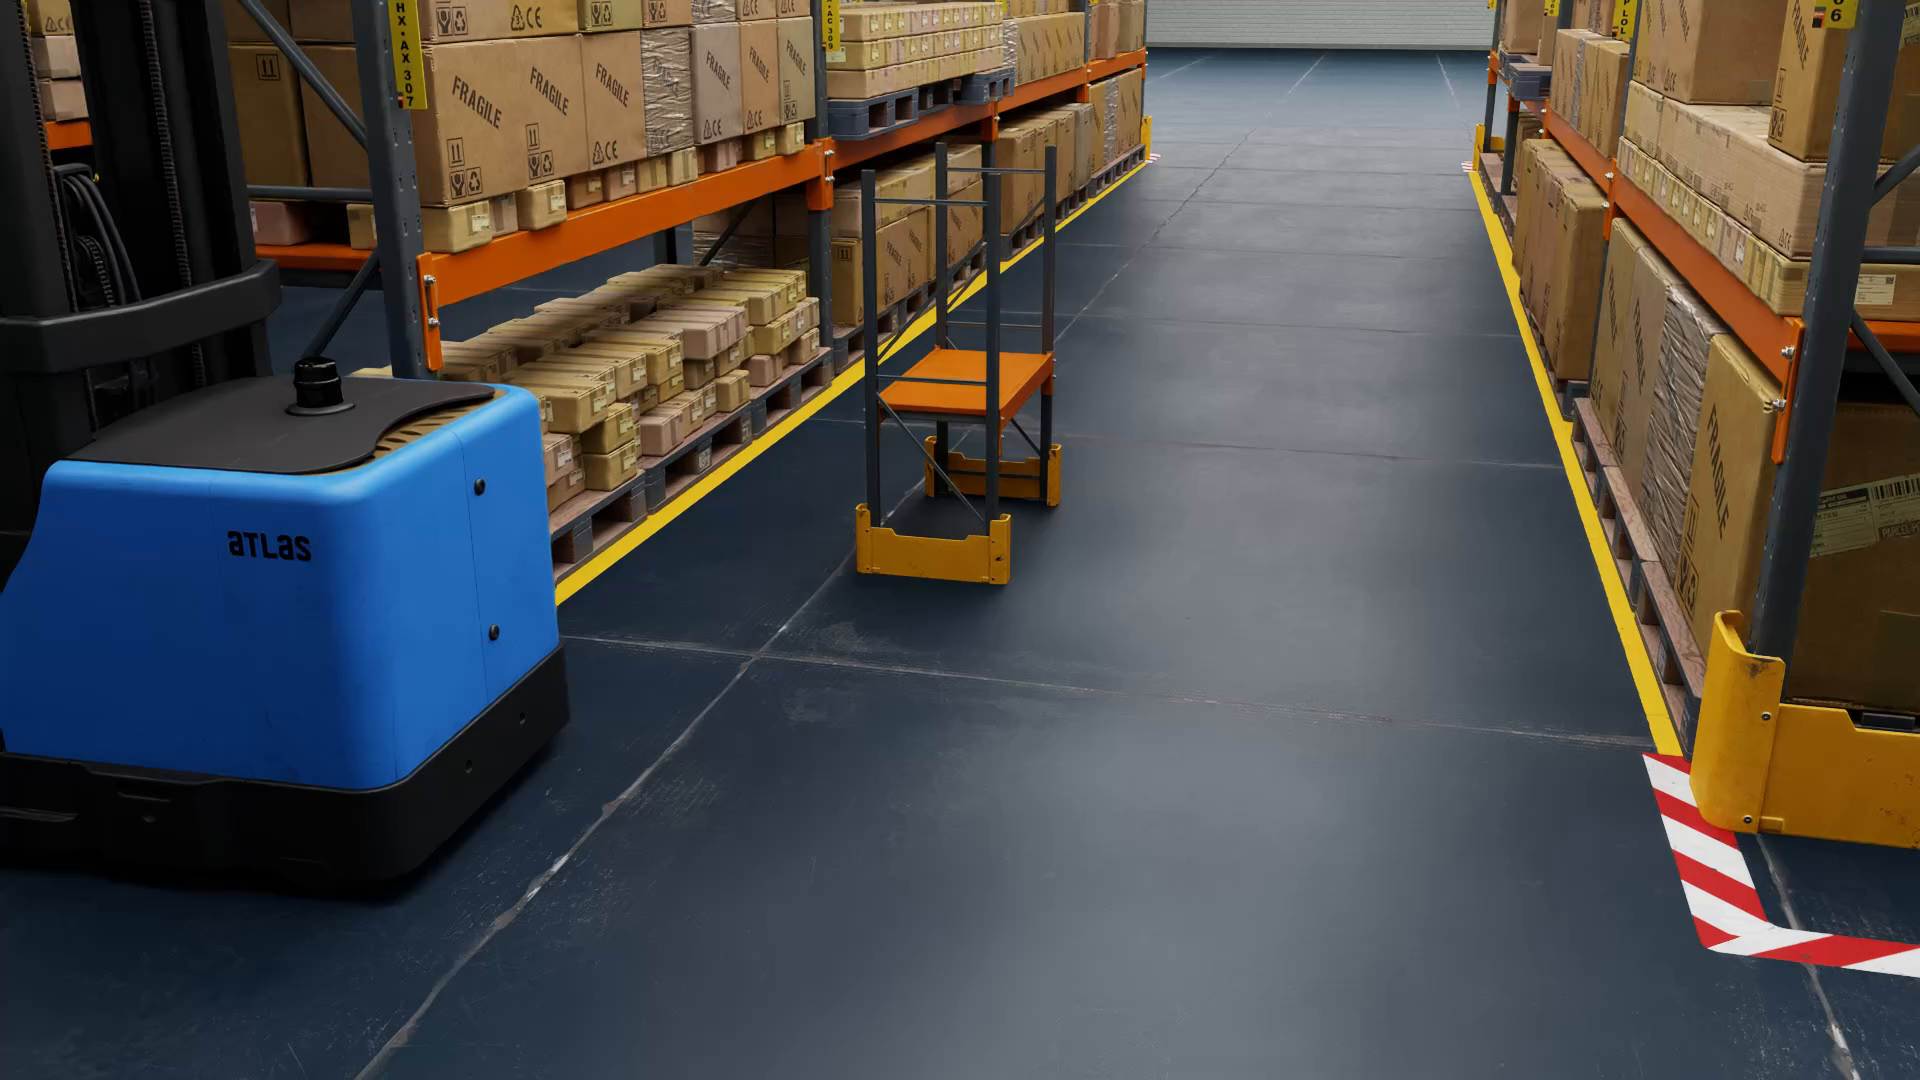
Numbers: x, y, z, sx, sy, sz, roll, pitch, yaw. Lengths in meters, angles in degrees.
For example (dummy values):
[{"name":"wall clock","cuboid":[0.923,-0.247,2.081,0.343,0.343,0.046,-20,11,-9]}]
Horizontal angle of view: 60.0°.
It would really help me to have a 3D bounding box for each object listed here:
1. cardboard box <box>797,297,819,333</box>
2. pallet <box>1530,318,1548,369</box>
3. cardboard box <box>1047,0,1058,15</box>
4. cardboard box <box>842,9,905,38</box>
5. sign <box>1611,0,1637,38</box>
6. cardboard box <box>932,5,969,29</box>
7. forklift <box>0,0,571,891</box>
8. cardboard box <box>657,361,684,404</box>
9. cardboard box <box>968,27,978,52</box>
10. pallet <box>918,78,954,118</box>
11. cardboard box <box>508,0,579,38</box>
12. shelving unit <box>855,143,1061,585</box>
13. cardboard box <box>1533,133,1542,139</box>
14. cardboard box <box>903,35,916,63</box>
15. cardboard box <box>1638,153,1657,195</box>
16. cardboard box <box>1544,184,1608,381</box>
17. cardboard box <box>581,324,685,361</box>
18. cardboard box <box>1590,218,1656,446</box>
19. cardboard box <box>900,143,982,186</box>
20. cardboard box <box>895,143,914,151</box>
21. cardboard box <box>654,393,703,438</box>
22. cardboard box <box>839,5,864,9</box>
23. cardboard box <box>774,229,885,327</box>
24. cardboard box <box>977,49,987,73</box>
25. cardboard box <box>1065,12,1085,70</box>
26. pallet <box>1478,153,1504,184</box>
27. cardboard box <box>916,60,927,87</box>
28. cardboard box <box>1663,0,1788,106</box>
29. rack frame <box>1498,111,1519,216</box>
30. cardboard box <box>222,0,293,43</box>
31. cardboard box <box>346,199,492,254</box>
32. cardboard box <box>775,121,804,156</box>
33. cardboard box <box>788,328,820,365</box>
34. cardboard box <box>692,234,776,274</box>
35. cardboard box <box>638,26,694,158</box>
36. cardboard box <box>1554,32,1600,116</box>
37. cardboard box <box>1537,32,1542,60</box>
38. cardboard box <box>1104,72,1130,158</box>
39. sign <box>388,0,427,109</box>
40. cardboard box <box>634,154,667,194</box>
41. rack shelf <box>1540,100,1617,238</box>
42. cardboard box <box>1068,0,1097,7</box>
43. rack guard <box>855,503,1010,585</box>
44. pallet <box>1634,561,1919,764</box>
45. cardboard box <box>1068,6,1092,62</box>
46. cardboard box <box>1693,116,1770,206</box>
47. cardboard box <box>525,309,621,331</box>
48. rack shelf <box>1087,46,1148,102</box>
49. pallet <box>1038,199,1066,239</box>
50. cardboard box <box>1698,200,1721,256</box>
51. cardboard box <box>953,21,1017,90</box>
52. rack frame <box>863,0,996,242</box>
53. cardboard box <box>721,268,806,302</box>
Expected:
[{"name":"cardboard box","cuboid":[-0.972,-1.209,8.886,0.380,0.149,0.250,5,20,14]},{"name":"pallet","cuboid":[3.993,-1.231,9.964,1.003,0.211,1.213,5,19,13]},{"name":"cardboard box","cuboid":[0.512,-5.053,15.138,0.700,0.500,0.500,4,19,12]},{"name":"cardboard box","cuboid":[-0.534,-2.959,9.528,0.380,0.149,0.250,5,19,14]},{"name":"sign","cuboid":[3.053,-2.469,7.607,0.100,0.325,0.005,5,19,13]},{"name":"cardboard box","cuboid":[-0.155,-3.448,10.960,0.380,0.149,0.250,5,19,13]},{"name":"forklift","cuboid":[-2.724,-0.753,4.357,3.031,2.935,1.130,4,19,12]},{"name":"cardboard box","cuboid":[-1.466,-0.723,7.463,0.380,0.149,0.250,6,20,16]},{"name":"cardboard box","cuboid":[-0.092,-3.381,11.224,0.380,0.149,0.250,5,19,14]},{"name":"pallet","cuboid":[-0.670,-2.881,10.780,1.003,0.211,1.213,5,19,13]},{"name":"cardboard box","cuboid":[-1.697,-2.028,5.823,0.500,0.500,0.500,5,20,15]},{"name":"shelving unit","cuboid":[0.019,-0.734,6.515,0.587,1.500,1.083,5,19,13]},{"name":"cardboard box","cuboid":[5.673,-3.564,15.700,0.500,0.500,0.500,4,19,12]},{"name":"cardboard box","cuboid":[-0.474,-2.894,9.798,0.380,0.149,0.250,4,19,11]},{"name":"cardboard box","cuboid":[2.996,-1.486,6.786,0.380,0.149,0.250,4,19,12]},{"name":"cardboard box","cuboid":[3.718,-1.314,8.532,1.225,0.875,0.875,5,19,14]},{"name":"cardboard box","cuboid":[-1.452,-0.857,7.398,0.380,0.149,0.250,5,19,14]},{"name":"cardboard box","cuboid":[3.343,-0.912,7.353,0.875,0.875,0.875,5,19,13]},{"name":"cardboard box","cuboid":[-0.139,-2.732,12.101,0.500,0.250,0.500,4,19,12]},{"name":"cardboard box","cuboid":[-0.629,-2.770,12.213,0.500,0.250,0.500,4,19,11]},{"name":"cardboard box","cuboid":[-1.377,-0.563,7.456,0.380,0.149,0.250,5,19,13]},{"name":"cardboard box","cuboid":[-0.847,-3.416,10.866,0.380,0.149,0.250,5,20,15]},{"name":"cardboard box","cuboid":[-0.766,-1.569,9.857,0.500,0.500,0.500,5,20,16]},{"name":"cardboard box","cuboid":[-0.026,-3.327,11.525,0.380,0.149,0.250,5,19,14]},{"name":"cardboard box","cuboid":[0.883,-4.712,15.688,0.500,0.500,0.500,5,19,13]},{"name":"pallet","cuboid":[6.262,-4.085,18.320,1.003,0.211,1.213,5,19,13]},{"name":"cardboard box","cuboid":[-0.410,-2.833,10.080,0.380,0.149,0.250,4,19,11]},{"name":"cardboard box","cuboid":[2.966,-1.896,6.211,0.500,0.500,0.500,4,19,12]},{"name":"rack frame","cuboid":[5.536,-4.426,15.006,1.000,3.000,0.127,5,19,13]},{"name":"cardboard box","cuboid":[-2.310,-1.913,5.485,0.500,0.500,0.500,4,19,12]},{"name":"cardboard box","cuboid":[-1.784,-1.045,5.496,0.380,0.149,0.250,4,19,13]},{"name":"cardboard box","cuboid":[-1.004,-2.026,8.367,0.380,0.149,0.250,4,19,12]},{"name":"cardboard box","cuboid":[-0.969,-1.042,8.858,0.380,0.149,0.250,5,19,14]},{"name":"cardboard box","cuboid":[-1.267,-1.610,9.978,0.500,0.500,0.500,4,19,12]},{"name":"cardboard box","cuboid":[-1.447,-1.878,6.930,0.500,0.500,0.500,4,19,12]},{"name":"cardboard box","cuboid":[4.052,-2.927,10.462,0.500,0.500,0.500,4,19,12]},{"name":"cardboard box","cuboid":[4.704,-3.852,12.882,0.396,0.266,0.258,4,19,12]},{"name":"cardboard box","cuboid":[1.414,-4.803,18.746,0.875,0.875,0.875,4,19,13]},{"name":"sign","cuboid":[-1.655,-1.455,4.968,0.100,0.325,0.005,5,19,13]},{"name":"cardboard box","cuboid":[-1.452,-1.538,6.939,0.380,0.149,0.250,5,20,15]},{"name":"rack shelf","cuboid":[4.070,-2.205,9.616,1.077,0.370,4.000,5,19,13]},{"name":"cardboard box","cuboid":[0.875,-5.545,16.377,0.875,0.550,0.550,5,19,13]},{"name":"rack guard","cuboid":[-0.103,0.014,6.260,0.587,0.250,0.087,5,19,13]},{"name":"pallet","cuboid":[2.724,0.398,5.197,1.003,0.211,1.213,5,19,13]},{"name":"cardboard box","cuboid":[0.830,-5.037,16.562,0.875,0.550,0.550,5,19,13]},{"name":"cardboard box","cuboid":[2.714,-1.226,5.409,0.500,0.250,0.500,4,19,12]},{"name":"cardboard box","cuboid":[-1.797,-0.968,7.722,0.380,0.149,0.250,4,19,11]},{"name":"rack shelf","cuboid":[1.240,-5.136,18.197,1.077,0.370,4.000,5,19,13]},{"name":"pallet","cuboid":[0.340,-2.899,14.848,1.003,0.211,1.213,5,19,13]},{"name":"cardboard box","cuboid":[2.620,-1.004,5.375,0.380,0.149,0.250,4,19,12]},{"name":"cardboard box","cuboid":[0.145,-3.763,12.908,0.500,0.500,0.500,5,19,14]},{"name":"rack frame","cuboid":[-0.226,-3.596,12.575,1.000,3.000,0.127,5,19,13]},{"name":"cardboard box","cuboid":[-1.038,-1.341,8.814,0.380,0.149,0.250,5,20,15]}]
